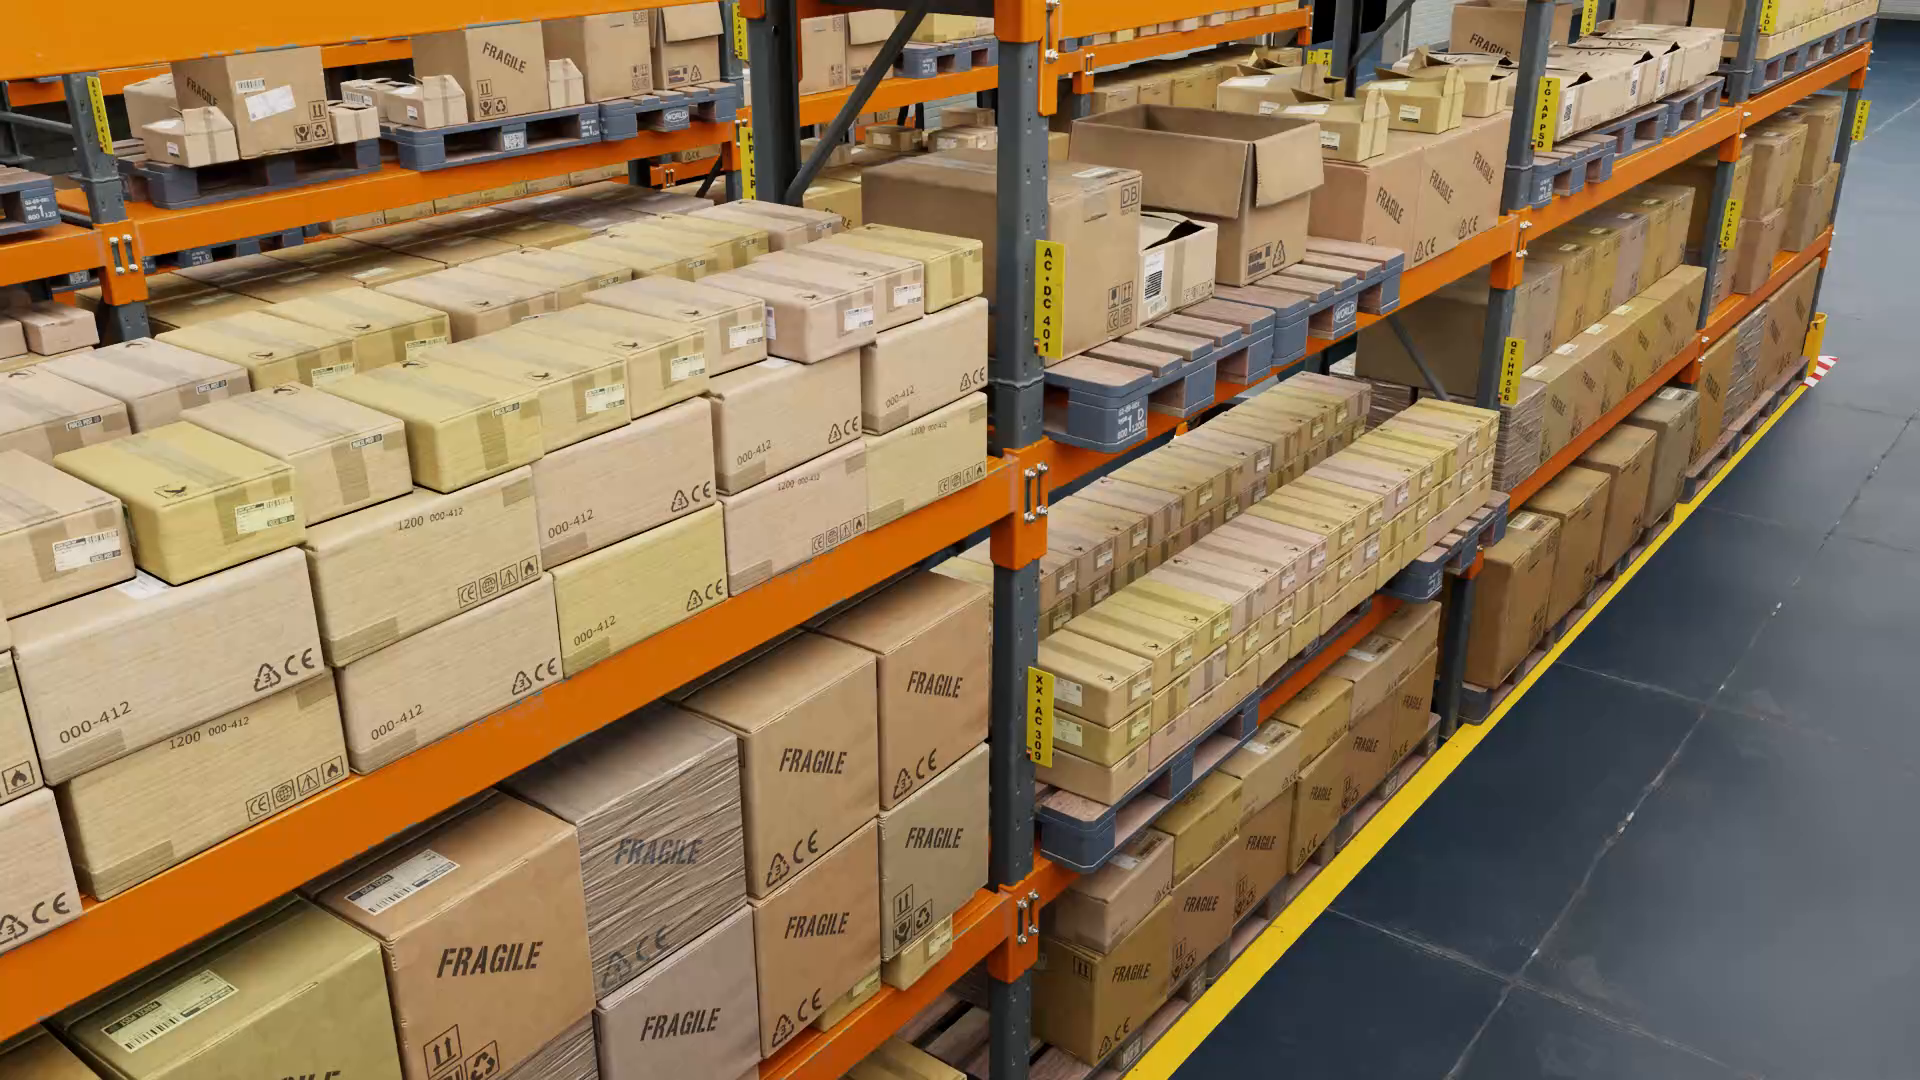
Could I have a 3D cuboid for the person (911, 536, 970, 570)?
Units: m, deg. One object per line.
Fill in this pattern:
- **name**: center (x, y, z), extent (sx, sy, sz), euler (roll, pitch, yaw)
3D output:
- **person**: center (-0.333, -0.149, 10.392), extent (0.584, 0.998, 0.889), euler (17, 28, 34)
